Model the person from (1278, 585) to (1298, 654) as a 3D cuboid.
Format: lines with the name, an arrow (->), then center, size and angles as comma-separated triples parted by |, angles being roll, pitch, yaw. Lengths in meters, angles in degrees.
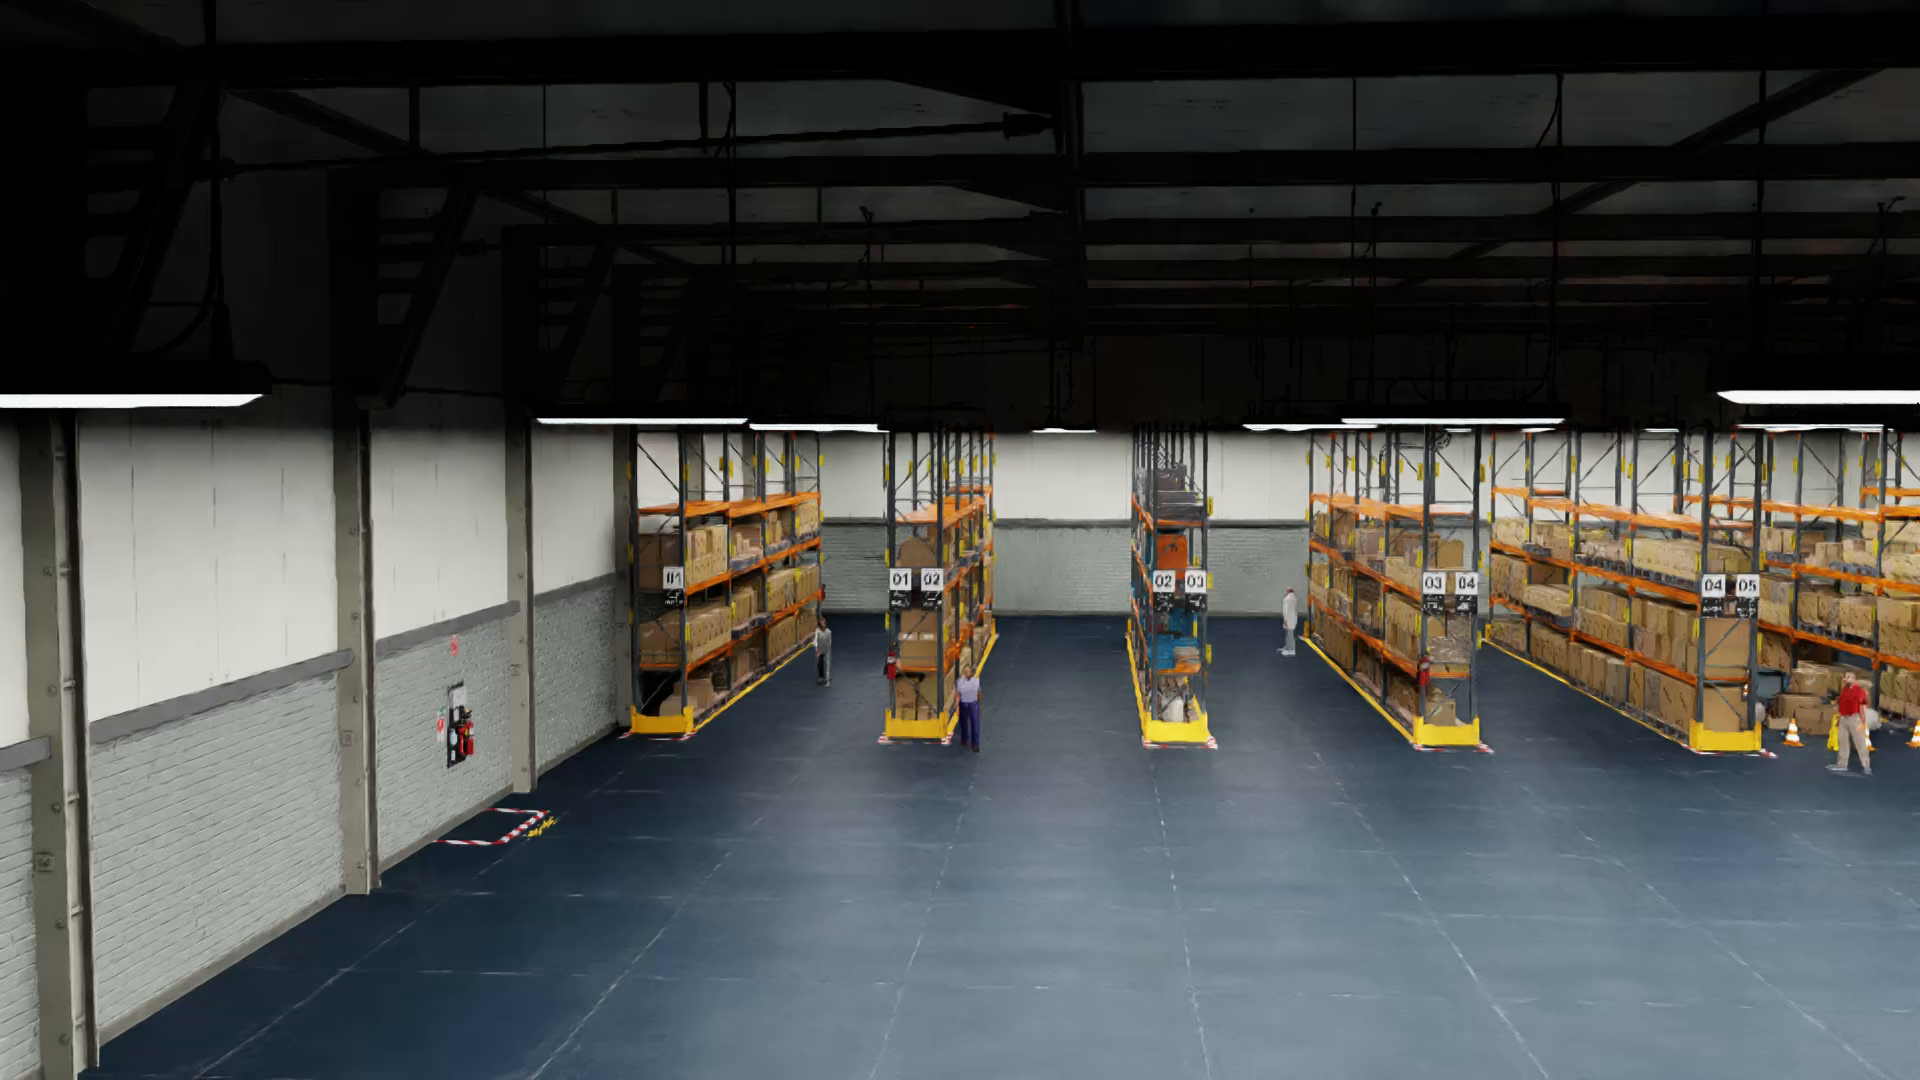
person -> 8.562, 2.076, 43.421 | 0.551, 1.773, 0.636 | 2, 4, 34

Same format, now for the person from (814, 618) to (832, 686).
person -> -3.134, 2.538, 37.998 | 0.409, 1.533, 0.957 | 0, 4, -4

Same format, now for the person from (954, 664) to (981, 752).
person -> 0.139, 3.020, 30.171 | 0.482, 1.551, 1.090 | 0, 4, 3

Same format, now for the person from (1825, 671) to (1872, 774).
person -> 15.131, 3.075, 28.191 | 0.549, 1.724, 0.659 | -1, 4, -10
